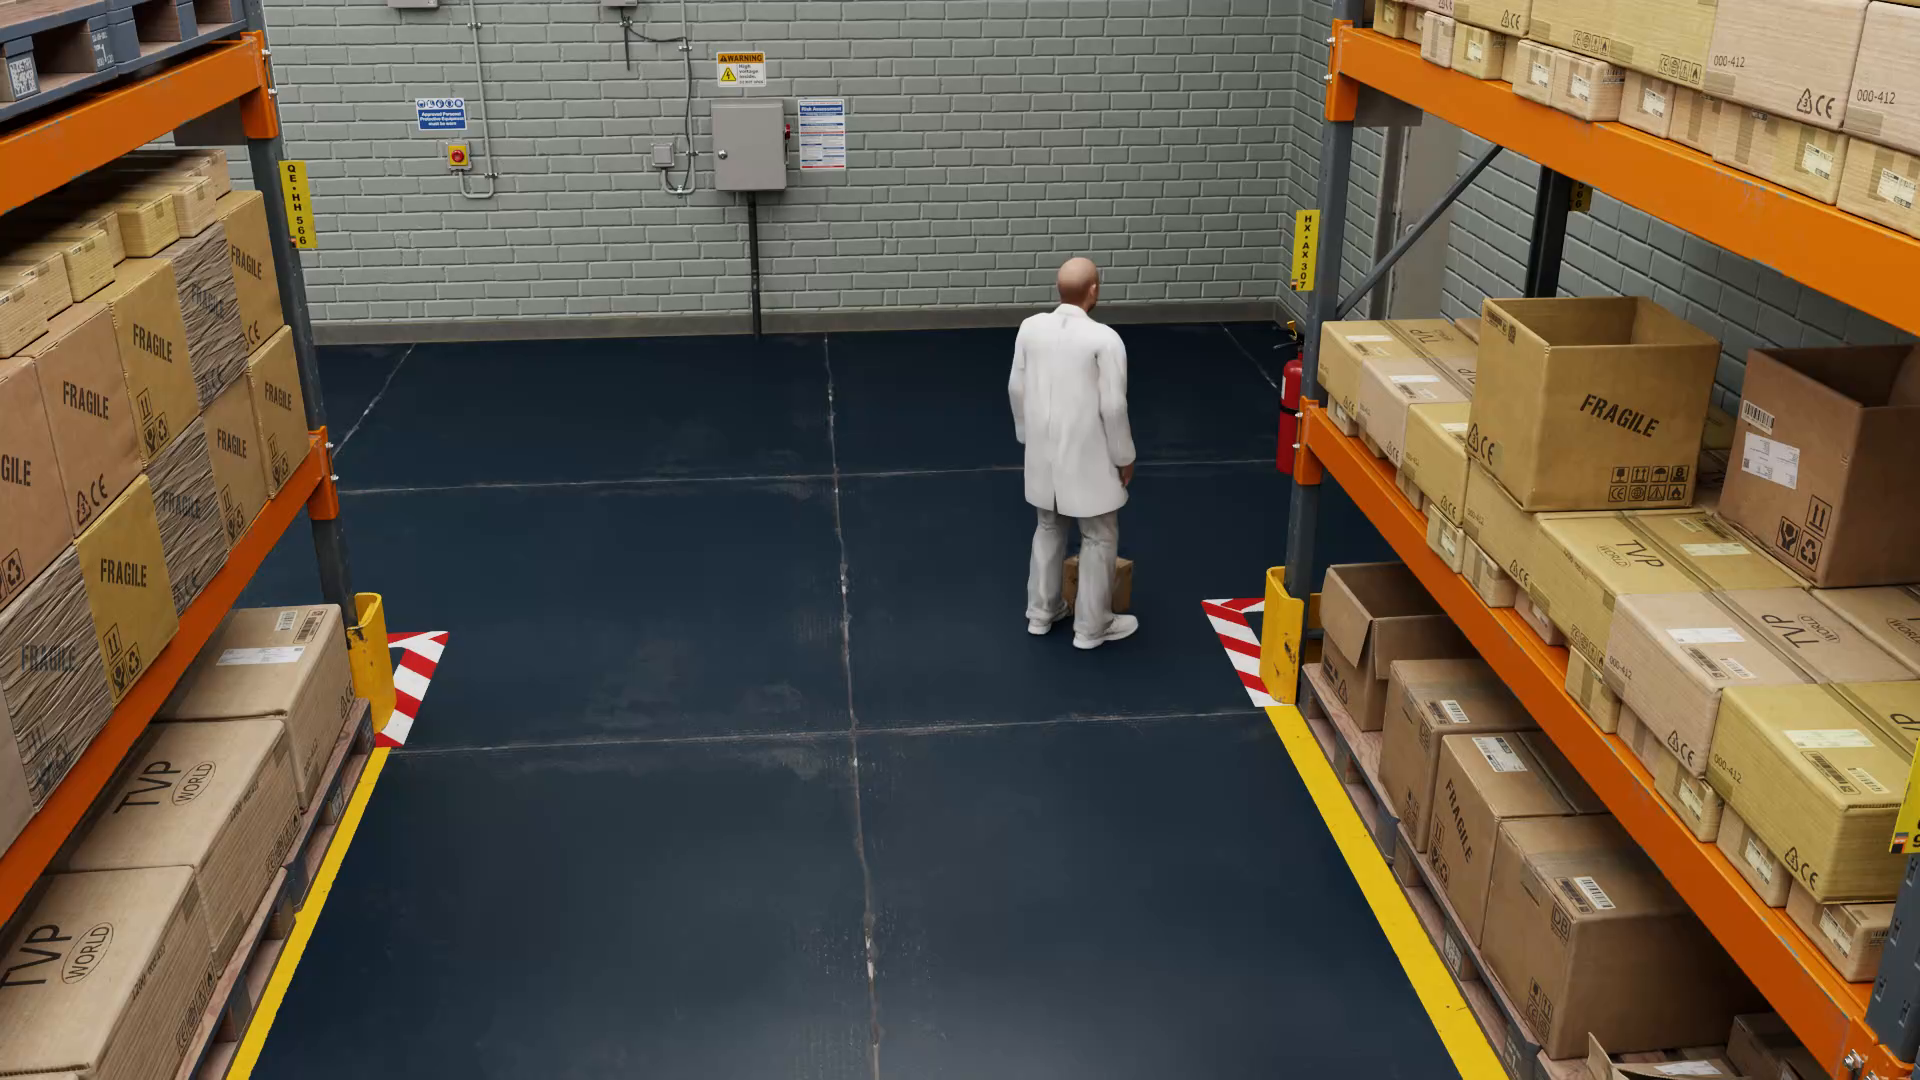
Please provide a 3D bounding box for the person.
[{"bbox_3d":[0.509,-0.391,7.522,0.617,1.774,0.426,16,28,33],"label":"person"}]
